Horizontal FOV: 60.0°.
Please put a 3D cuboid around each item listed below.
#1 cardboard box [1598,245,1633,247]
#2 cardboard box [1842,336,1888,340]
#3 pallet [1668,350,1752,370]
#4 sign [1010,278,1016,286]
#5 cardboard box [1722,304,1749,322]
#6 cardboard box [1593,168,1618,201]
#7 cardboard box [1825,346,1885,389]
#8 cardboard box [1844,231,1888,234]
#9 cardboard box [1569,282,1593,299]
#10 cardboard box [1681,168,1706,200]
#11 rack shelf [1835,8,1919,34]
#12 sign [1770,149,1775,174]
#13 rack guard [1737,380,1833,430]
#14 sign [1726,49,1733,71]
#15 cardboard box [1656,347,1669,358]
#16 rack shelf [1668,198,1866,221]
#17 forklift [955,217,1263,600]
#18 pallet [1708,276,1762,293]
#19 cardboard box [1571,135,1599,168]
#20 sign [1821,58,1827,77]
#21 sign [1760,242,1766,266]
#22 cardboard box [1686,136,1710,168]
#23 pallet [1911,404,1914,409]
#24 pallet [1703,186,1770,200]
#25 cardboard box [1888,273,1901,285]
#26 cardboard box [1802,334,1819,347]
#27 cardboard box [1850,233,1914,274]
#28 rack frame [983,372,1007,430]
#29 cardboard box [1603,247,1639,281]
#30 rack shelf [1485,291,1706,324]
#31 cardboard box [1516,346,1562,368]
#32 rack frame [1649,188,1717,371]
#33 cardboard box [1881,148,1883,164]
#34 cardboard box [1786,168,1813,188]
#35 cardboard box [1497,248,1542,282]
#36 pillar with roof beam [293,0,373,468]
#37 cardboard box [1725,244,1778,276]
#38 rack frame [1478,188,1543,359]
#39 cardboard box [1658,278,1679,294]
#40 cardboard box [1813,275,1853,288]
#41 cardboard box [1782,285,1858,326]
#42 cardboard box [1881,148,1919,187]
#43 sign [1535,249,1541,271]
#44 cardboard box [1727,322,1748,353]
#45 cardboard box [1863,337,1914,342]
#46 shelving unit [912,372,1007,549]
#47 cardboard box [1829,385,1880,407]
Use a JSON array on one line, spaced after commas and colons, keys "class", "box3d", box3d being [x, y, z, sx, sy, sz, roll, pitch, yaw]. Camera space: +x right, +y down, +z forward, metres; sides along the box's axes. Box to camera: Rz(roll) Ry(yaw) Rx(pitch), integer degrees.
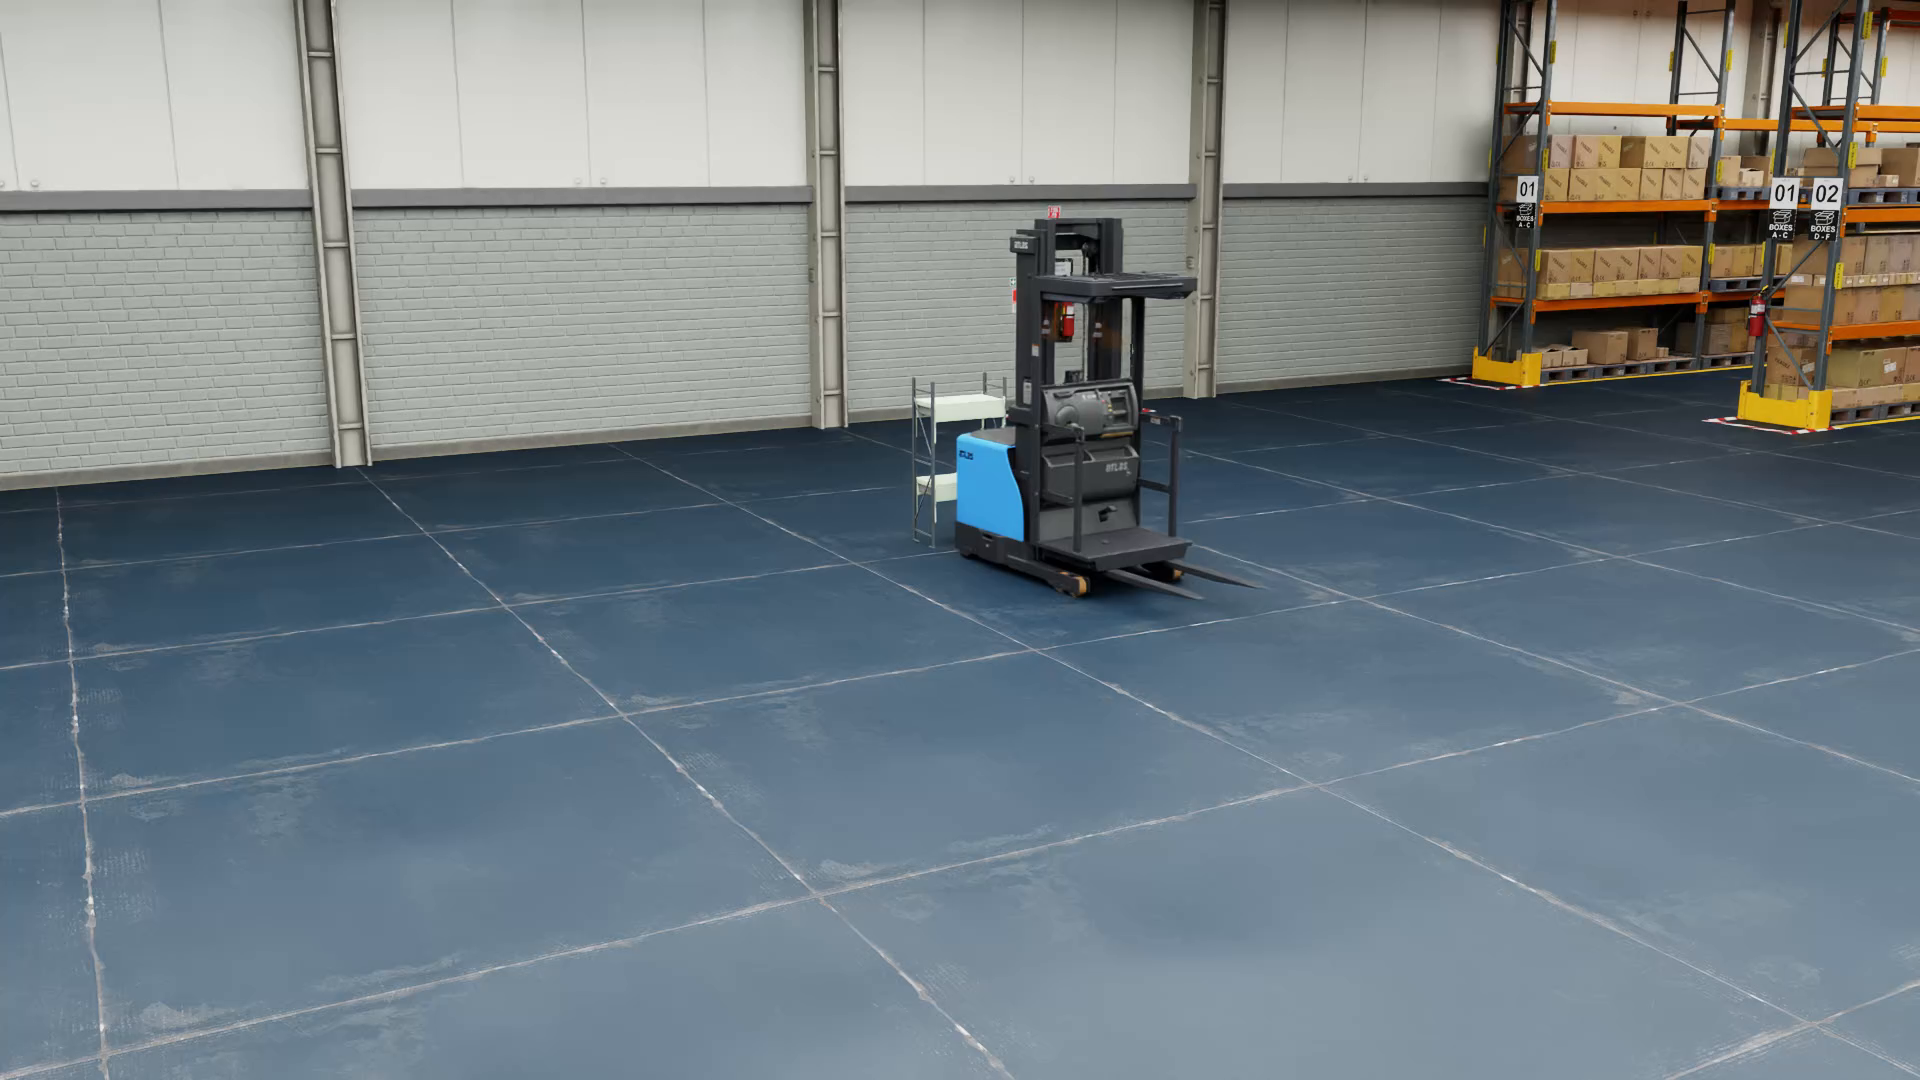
[{"class": "cardboard box", "box3d": [10.720, -4.592, 27.412, 0.500, 0.500, 0.500, -6, 14, -26]}, {"class": "cardboard box", "box3d": [16.348, -4.033, 30.279, 0.750, 0.750, 0.750, -7, 14, -29]}, {"class": "pallet", "box3d": [12.811, -3.126, 28.659, 1.213, 0.211, 1.003, -7, 14, -28]}, {"class": "sign", "box3d": [0.837, -3.576, 23.021, 0.331, 0.109, 0.001, -7, 14, -28]}, {"class": "cardboard box", "box3d": [13.607, -3.948, 28.945, 0.500, 0.250, 0.500, -7, 15, -29]}, {"class": "cardboard box", "box3d": [9.973, -5.597, 26.184, 0.500, 0.500, 0.500, -6, 14, -25]}, {"class": "cardboard box", "box3d": [12.010, -2.325, 22.347, 0.500, 0.500, 0.500, -7, 14, -28]}, {"class": "cardboard box", "box3d": [16.187, -5.396, 29.735, 0.500, 0.250, 0.500, -6, 14, -27]}, {"class": "cardboard box", "box3d": [9.647, -3.968, 26.344, 0.500, 0.250, 0.500, -7, 15, -30]}, {"class": "cardboard box", "box3d": [11.802, -5.825, 27.197, 0.500, 0.500, 0.500, -6, 14, -26]}, {"class": "rack shelf", "box3d": [17.395, -9.233, 29.848, 4.000, 0.370, 1.077, -7, 14, -28]}, {"class": "sign", "box3d": [10.747, -4.992, 21.931, 0.005, 0.325, 0.100, -7, 14, -28]}, {"class": "rack guard", "box3d": [10.973, -1.807, 22.141, 0.348, 0.500, 1.175, -7, 14, -28]}, {"class": "sign", "box3d": [12.372, -7.719, 26.745, 0.005, 0.325, 0.100, -7, 14, -28]}, {"class": "cardboard box", "box3d": [11.673, -3.175, 27.975, 0.250, 0.166, 0.380, -9, 16, -35]}, {"class": "rack shelf", "box3d": [13.884, -5.727, 28.673, 4.000, 0.370, 1.077, -7, 14, -28]}, {"class": "forklift", "box3d": [1.193, -1.094, 13.435, 1.130, 2.935, 3.031, -8, 15, -33]}, {"class": "pallet", "box3d": [12.869, -4.363, 28.242, 1.213, 0.211, 1.003, -7, 14, -28]}, {"class": "cardboard box", "box3d": [9.537, -6.030, 25.829, 0.500, 0.500, 0.500, -7, 14, -29]}, {"class": "sign", "box3d": [15.370, -8.391, 29.553, 0.005, 0.325, 0.100, -7, 14, -28]}, {"class": "sign", "box3d": [10.747, -3.816, 22.196, 0.005, 0.325, 0.100, -7, 14, -28]}, {"class": "cardboard box", "box3d": [11.819, -6.309, 27.069, 0.500, 0.500, 0.500, -8, 15, -33]}, {"class": "pallet", "box3d": [13.787, -2.014, 23.718, 1.213, 0.211, 1.003, -7, 14, -28]}, {"class": "pallet", "box3d": [12.722, -5.820, 27.877, 1.003, 0.211, 1.213, -7, 14, -28]}, {"class": "cardboard box", "box3d": [12.348, -3.503, 22.279, 0.250, 0.149, 0.380, -7, 15, -30]}, {"class": "cardboard box", "box3d": [15.033, -3.734, 29.703, 0.500, 0.500, 0.700, -7, 14, -27]}, {"class": "cardboard box", "box3d": [12.358, -3.873, 22.443, 0.500, 0.500, 0.700, -7, 14, -28]}, {"class": "rack frame", "box3d": [0.315, -0.769, 15.253, 0.023, 1.500, 0.400, -7, 14, -28]}, {"class": "cardboard box", "box3d": [10.523, -4.438, 26.726, 0.500, 0.500, 0.500, -6, 14, -26]}, {"class": "rack shelf", "box3d": [10.373, -3.843, 27.132, 4.000, 0.370, 1.077, -7, 14, -28]}, {"class": "cardboard box", "box3d": [9.268, -2.942, 26.611, 0.500, 0.311, 0.500, -9, 15, -34]}, {"class": "rack frame", "box3d": [12.129, -4.404, 27.988, 0.127, 3.000, 1.000, -7, 14, -28]}, {"class": "cardboard box", "box3d": [13.000, -5.088, 22.684, 0.637, 0.503, 0.797, -5, 14, -22]}, {"class": "cardboard box", "box3d": [14.457, -6.230, 28.988, 0.637, 0.503, 0.797, -5, 14, -20]}, {"class": "cardboard box", "box3d": [8.930, -4.376, 26.452, 0.500, 0.500, 0.500, -7, 14, -28]}, {"class": "pillar with roof beam", "box3d": [-4.919, -4.427, 14.427, 0.400, 9.000, 9.100, -7, 14, -28]}, {"class": "cardboard box", "box3d": [13.649, -4.847, 28.727, 0.500, 0.500, 0.700, -5, 14, -20]}, {"class": "rack frame", "box3d": [8.618, -3.983, 26.118, 0.127, 3.000, 1.000, -7, 14, -28]}, {"class": "cardboard box", "box3d": [11.417, -4.182, 27.295, 0.500, 0.250, 0.500, -7, 14, -28]}, {"class": "cardboard box", "box3d": [11.442, -3.394, 21.795, 0.250, 0.149, 0.380, -7, 14, -28]}, {"class": "cardboard box", "box3d": [11.410, -3.125, 22.074, 0.500, 0.500, 0.700, -7, 14, -28]}, {"class": "cardboard box", "box3d": [12.583, -4.937, 22.018, 0.500, 0.500, 0.500, -7, 14, -28]}, {"class": "sign", "box3d": [8.878, -4.301, 25.559, 0.005, 0.325, 0.100, -7, 14, -28]}, {"class": "cardboard box", "box3d": [13.196, -3.544, 28.857, 0.500, 0.500, 0.700, -7, 15, -29]}, {"class": "cardboard box", "box3d": [13.071, -2.586, 23.505, 0.500, 0.500, 0.500, -7, 14, -28]}, {"class": "shelving unit", "box3d": [-0.006, -0.731, 15.082, 0.755, 1.500, 0.431, -7, 14, -28]}, {"class": "cardboard box", "box3d": [12.009, -1.959, 22.431, 0.500, 0.250, 0.500, -7, 14, -28]}]
